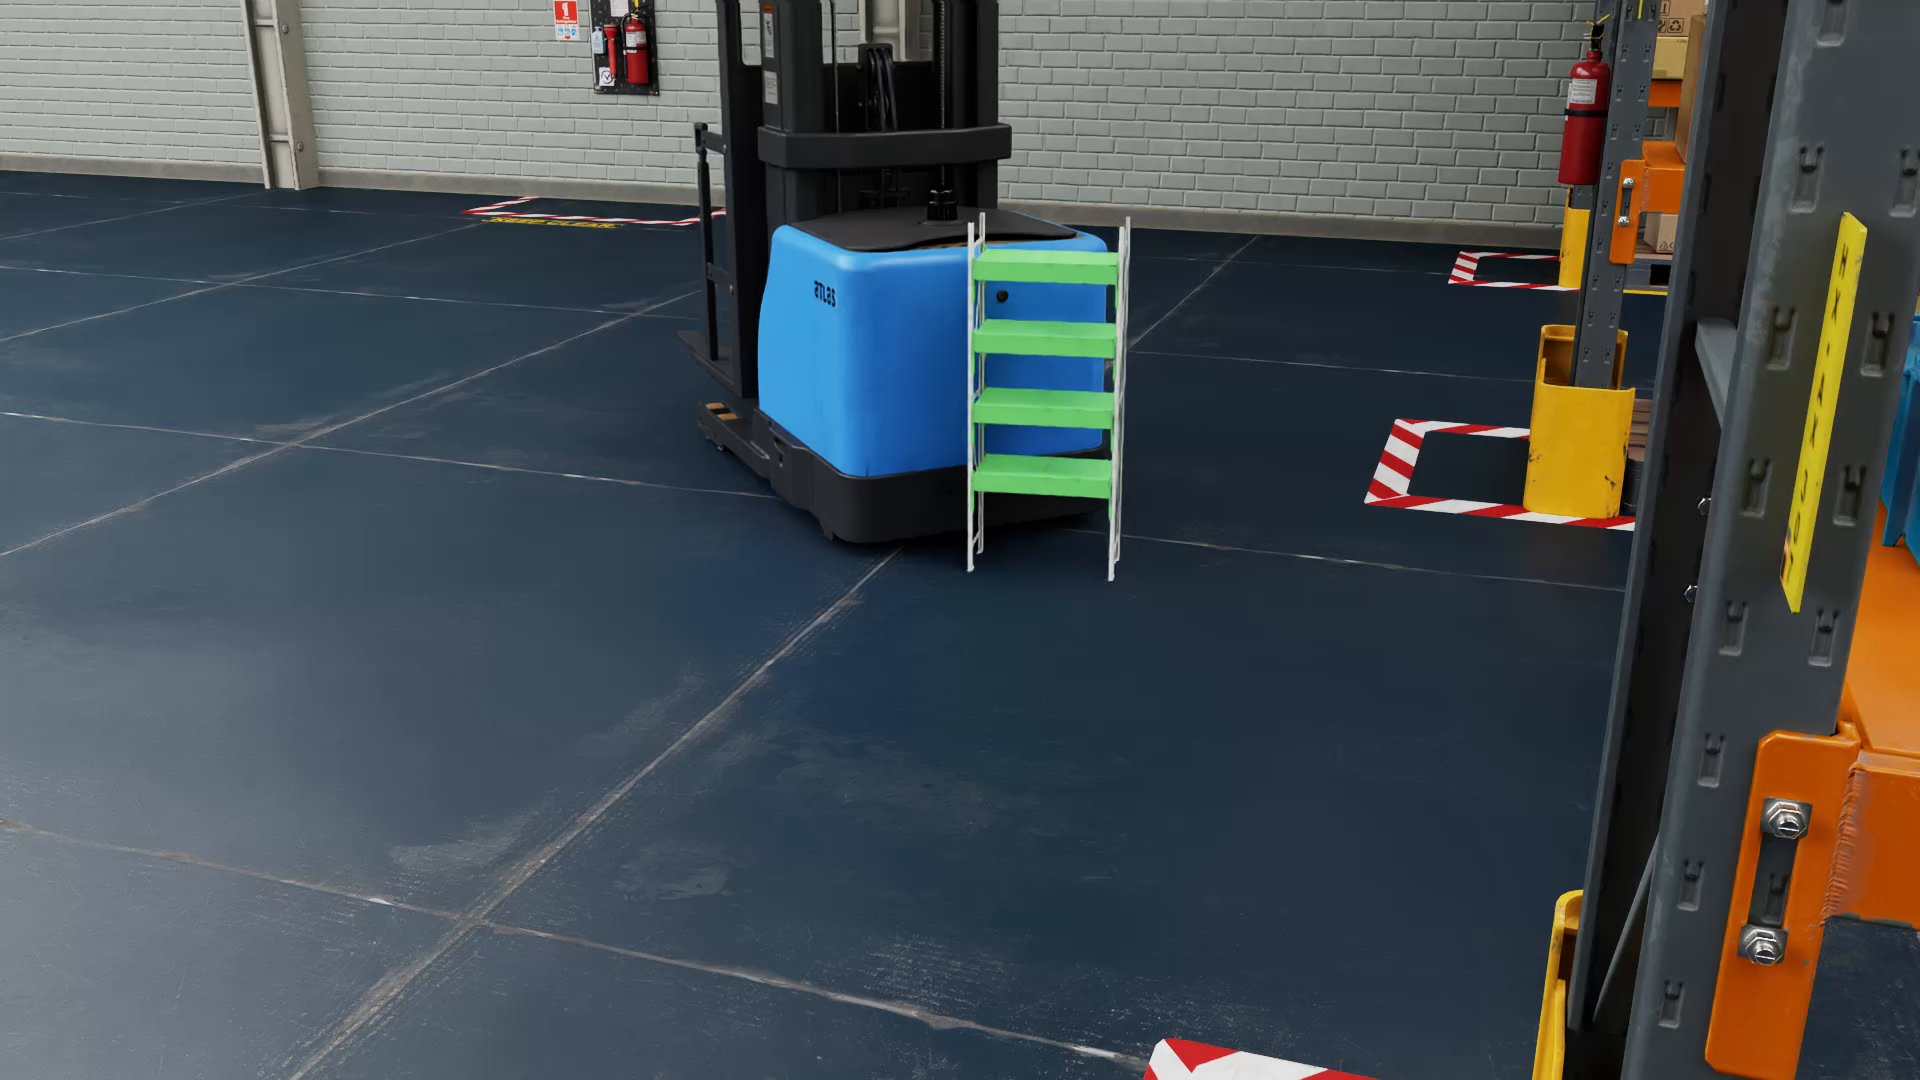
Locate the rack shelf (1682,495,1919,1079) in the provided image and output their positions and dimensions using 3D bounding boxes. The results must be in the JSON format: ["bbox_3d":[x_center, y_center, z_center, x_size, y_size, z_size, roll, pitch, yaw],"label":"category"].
[{"bbox_3d":[2.799,0.410,1.435,4.000,0.370,1.077,7,20,18],"label":"rack shelf"}]

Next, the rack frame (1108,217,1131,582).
[{"bbox_3d":[0.535,-0.464,5.584,0.015,1.200,0.240,3,20,10],"label":"rack frame"}]

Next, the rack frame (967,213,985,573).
[{"bbox_3d":[0.055,-0.493,5.668,0.015,1.200,0.240,3,20,10],"label":"rack frame"}]

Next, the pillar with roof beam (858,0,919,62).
[{"bbox_3d":[-1.974,-5.562,8.360,0.400,9.000,9.100,7,20,18],"label":"pillar with roof beam"}]

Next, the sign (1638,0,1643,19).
[{"bbox_3d":[2.351,-1.960,5.705,0.005,0.325,0.100,7,20,18],"label":"sign"}]

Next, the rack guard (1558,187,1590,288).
[{"bbox_3d":[4.233,-2.037,11.161,0.348,0.500,1.175,7,20,18],"label":"rack guard"}]

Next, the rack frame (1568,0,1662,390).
[{"bbox_3d":[2.539,-1.685,6.354,0.127,3.000,1.000,7,20,18],"label":"rack frame"}]

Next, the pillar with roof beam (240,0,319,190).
[{"bbox_3d":[-7.642,-6.210,10.219,0.400,9.000,9.100,7,20,18],"label":"pillar with roof beam"}]

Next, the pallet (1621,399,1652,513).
[{"bbox_3d":[3.275,-0.299,6.613,1.213,0.211,1.003,7,20,18],"label":"pallet"}]

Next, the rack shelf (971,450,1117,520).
[{"bbox_3d":[0.295,-0.192,5.726,0.480,0.148,0.258,3,20,10],"label":"rack shelf"}]

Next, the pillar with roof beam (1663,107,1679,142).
[{"bbox_3d":[3.693,-4.914,6.501,0.400,9.000,9.100,7,20,18],"label":"pillar with roof beam"}]

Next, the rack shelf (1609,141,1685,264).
[{"bbox_3d":[4.428,-1.130,5.852,4.000,0.370,1.077,7,20,18],"label":"rack shelf"}]

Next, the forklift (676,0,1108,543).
[{"bbox_3d":[-0.516,-1.817,6.837,1.130,2.935,3.031,-8,21,-22],"label":"forklift"}]

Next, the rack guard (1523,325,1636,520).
[{"bbox_3d":[2.516,-0.507,6.773,0.348,0.500,1.175,7,20,18],"label":"rack guard"}]

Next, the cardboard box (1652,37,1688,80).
[{"bbox_3d":[4.518,-3.013,10.360,0.500,0.250,0.500,6,20,16],"label":"cardboard box"}]

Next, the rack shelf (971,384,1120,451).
[{"bbox_3d":[0.295,-0.418,5.647,0.480,0.148,0.258,3,20,10],"label":"rack shelf"}]

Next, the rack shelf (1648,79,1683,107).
[{"bbox_3d":[6.050,-2.670,10.272,4.000,0.370,1.077,7,20,18],"label":"rack shelf"}]

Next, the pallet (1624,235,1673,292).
[{"bbox_3d":[4.989,-1.802,10.926,1.213,0.211,1.003,7,20,18],"label":"pallet"}]

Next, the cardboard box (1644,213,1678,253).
[{"bbox_3d":[4.785,-2.061,10.849,0.500,0.311,0.500,4,20,12],"label":"cardboard box"}]

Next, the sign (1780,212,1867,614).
[{"bbox_3d":[0.725,-0.106,1.402,0.005,0.325,0.100,7,20,18],"label":"sign"}]

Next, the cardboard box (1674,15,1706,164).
[{"bbox_3d":[2.976,-1.678,6.181,0.500,0.500,0.700,7,20,18],"label":"cardboard box"}]

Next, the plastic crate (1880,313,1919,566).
[{"bbox_3d":[1.481,-0.114,2.073,0.616,0.251,0.499,7,20,18],"label":"plastic crate"}]

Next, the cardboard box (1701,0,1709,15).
[{"bbox_3d":[2.962,-2.057,6.282,0.250,0.149,0.380,6,20,17],"label":"cardboard box"}]

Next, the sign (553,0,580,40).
[{"bbox_3d":[-3.372,-4.455,14.245,0.234,0.329,0.001,7,20,18],"label":"sign"}]

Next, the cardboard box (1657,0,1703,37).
[{"bbox_3d":[4.513,-3.374,10.255,0.500,0.500,0.500,7,20,18],"label":"cardboard box"}]

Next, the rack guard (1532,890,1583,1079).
[{"bbox_3d":[0.997,1.028,2.366,0.348,0.500,1.175,7,20,18],"label":"rack guard"}]

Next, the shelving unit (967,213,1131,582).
[{"bbox_3d":[0.295,-0.478,5.626,0.503,1.200,0.258,3,20,10],"label":"shelving unit"}]

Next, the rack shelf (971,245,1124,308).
[{"bbox_3d":[0.295,-0.871,5.489,0.480,0.148,0.258,3,20,10],"label":"rack shelf"}]

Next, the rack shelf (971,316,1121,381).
[{"bbox_3d":[0.295,-0.645,5.568,0.480,0.148,0.258,3,20,10],"label":"rack shelf"}]

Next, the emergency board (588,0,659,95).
[{"bbox_3d":[-2.883,-4.346,13.987,0.643,1.169,0.194,7,20,18],"label":"emergency board"}]

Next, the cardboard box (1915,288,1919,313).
[{"bbox_3d":[3.445,-0.759,6.096,0.500,0.500,0.500,7,20,18],"label":"cardboard box"}]

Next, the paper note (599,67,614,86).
[{"bbox_3d":[-3.028,-3.971,14.249,0.142,0.148,0.016,7,20,18],"label":"paper note"}]

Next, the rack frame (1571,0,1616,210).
[{"bbox_3d":[4.161,-3.226,10.773,0.127,3.000,1.000,7,20,18],"label":"rack frame"}]

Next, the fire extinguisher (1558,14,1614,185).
[{"bbox_3d":[2.580,-1.806,6.817,0.183,0.674,0.296,7,20,18],"label":"fire extinguisher"}]
